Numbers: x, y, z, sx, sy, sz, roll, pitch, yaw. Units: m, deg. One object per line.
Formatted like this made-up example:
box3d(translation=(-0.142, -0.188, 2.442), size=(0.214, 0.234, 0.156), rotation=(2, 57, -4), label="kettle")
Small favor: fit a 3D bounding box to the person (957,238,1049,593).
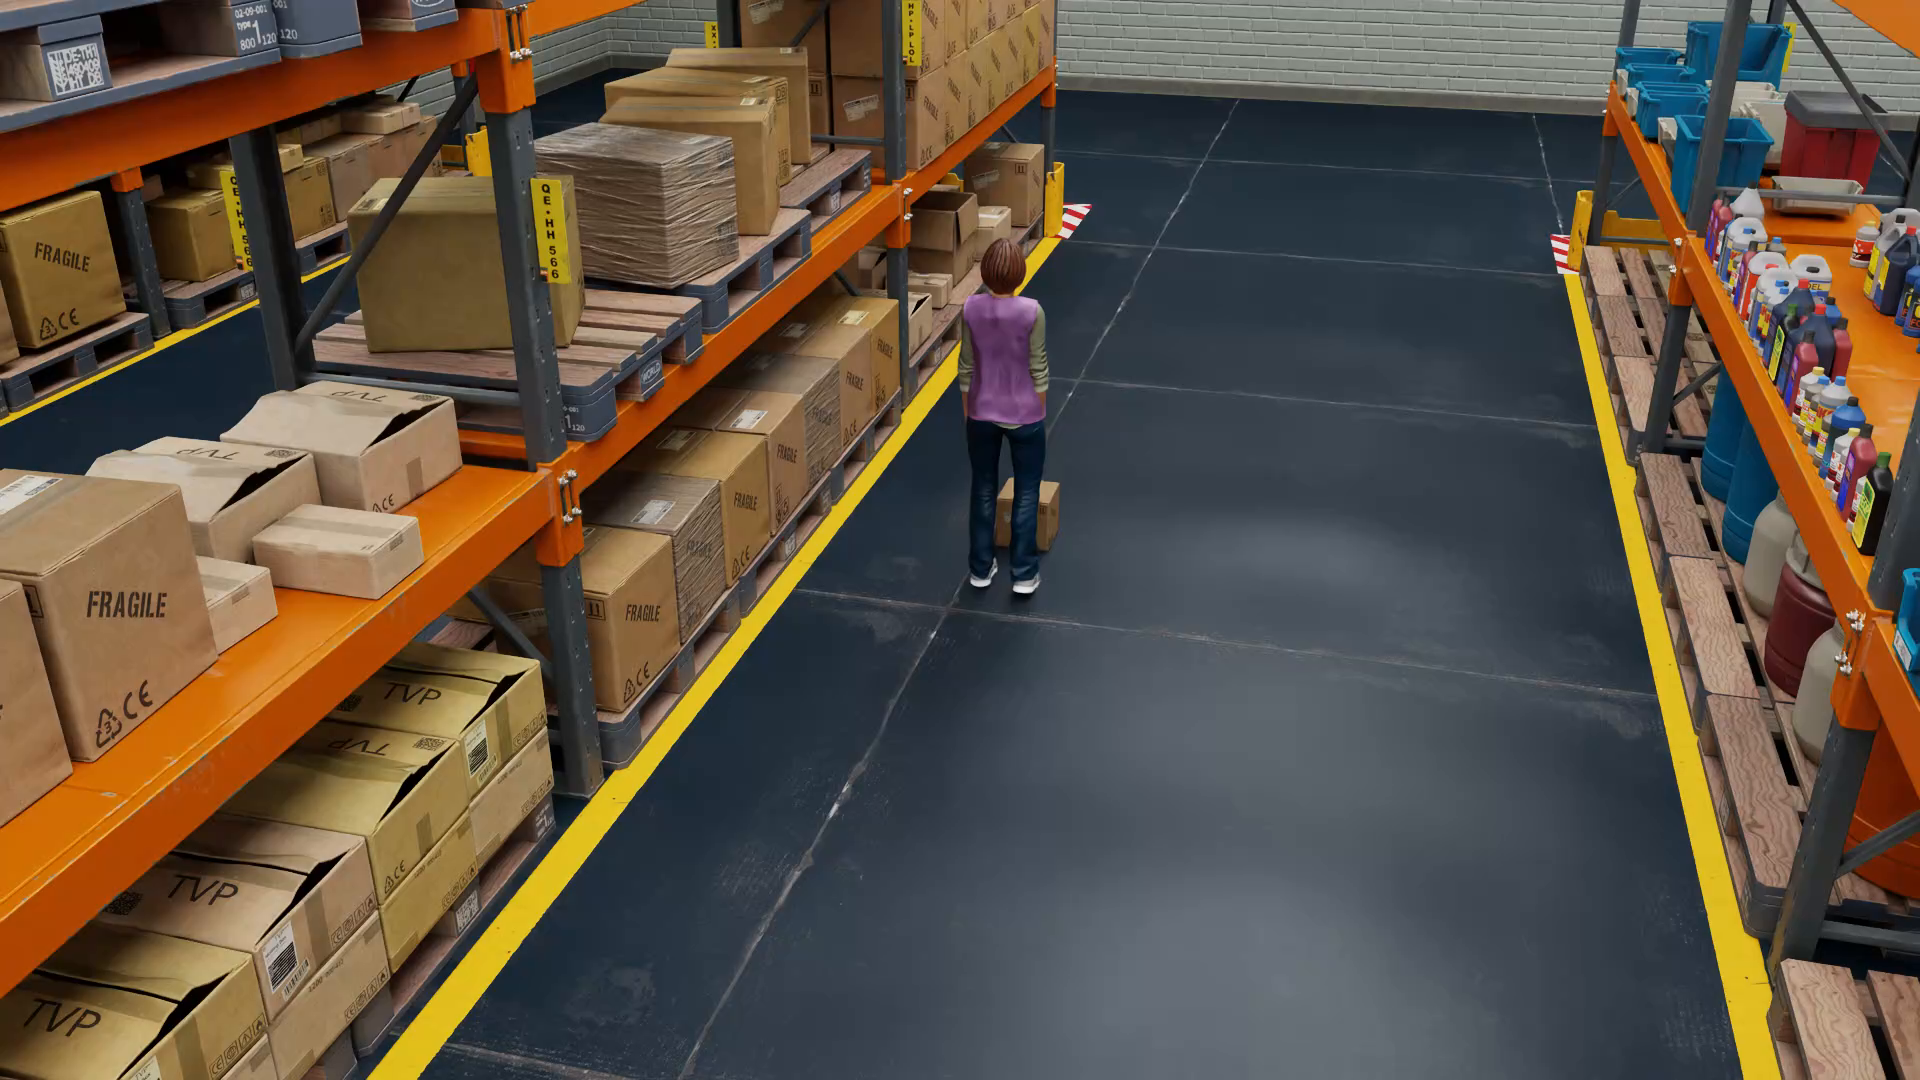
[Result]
box3d(translation=(0.184, -0.517, 7.238), size=(0.406, 1.601, 0.310), rotation=(7, 27, 14), label="person")
